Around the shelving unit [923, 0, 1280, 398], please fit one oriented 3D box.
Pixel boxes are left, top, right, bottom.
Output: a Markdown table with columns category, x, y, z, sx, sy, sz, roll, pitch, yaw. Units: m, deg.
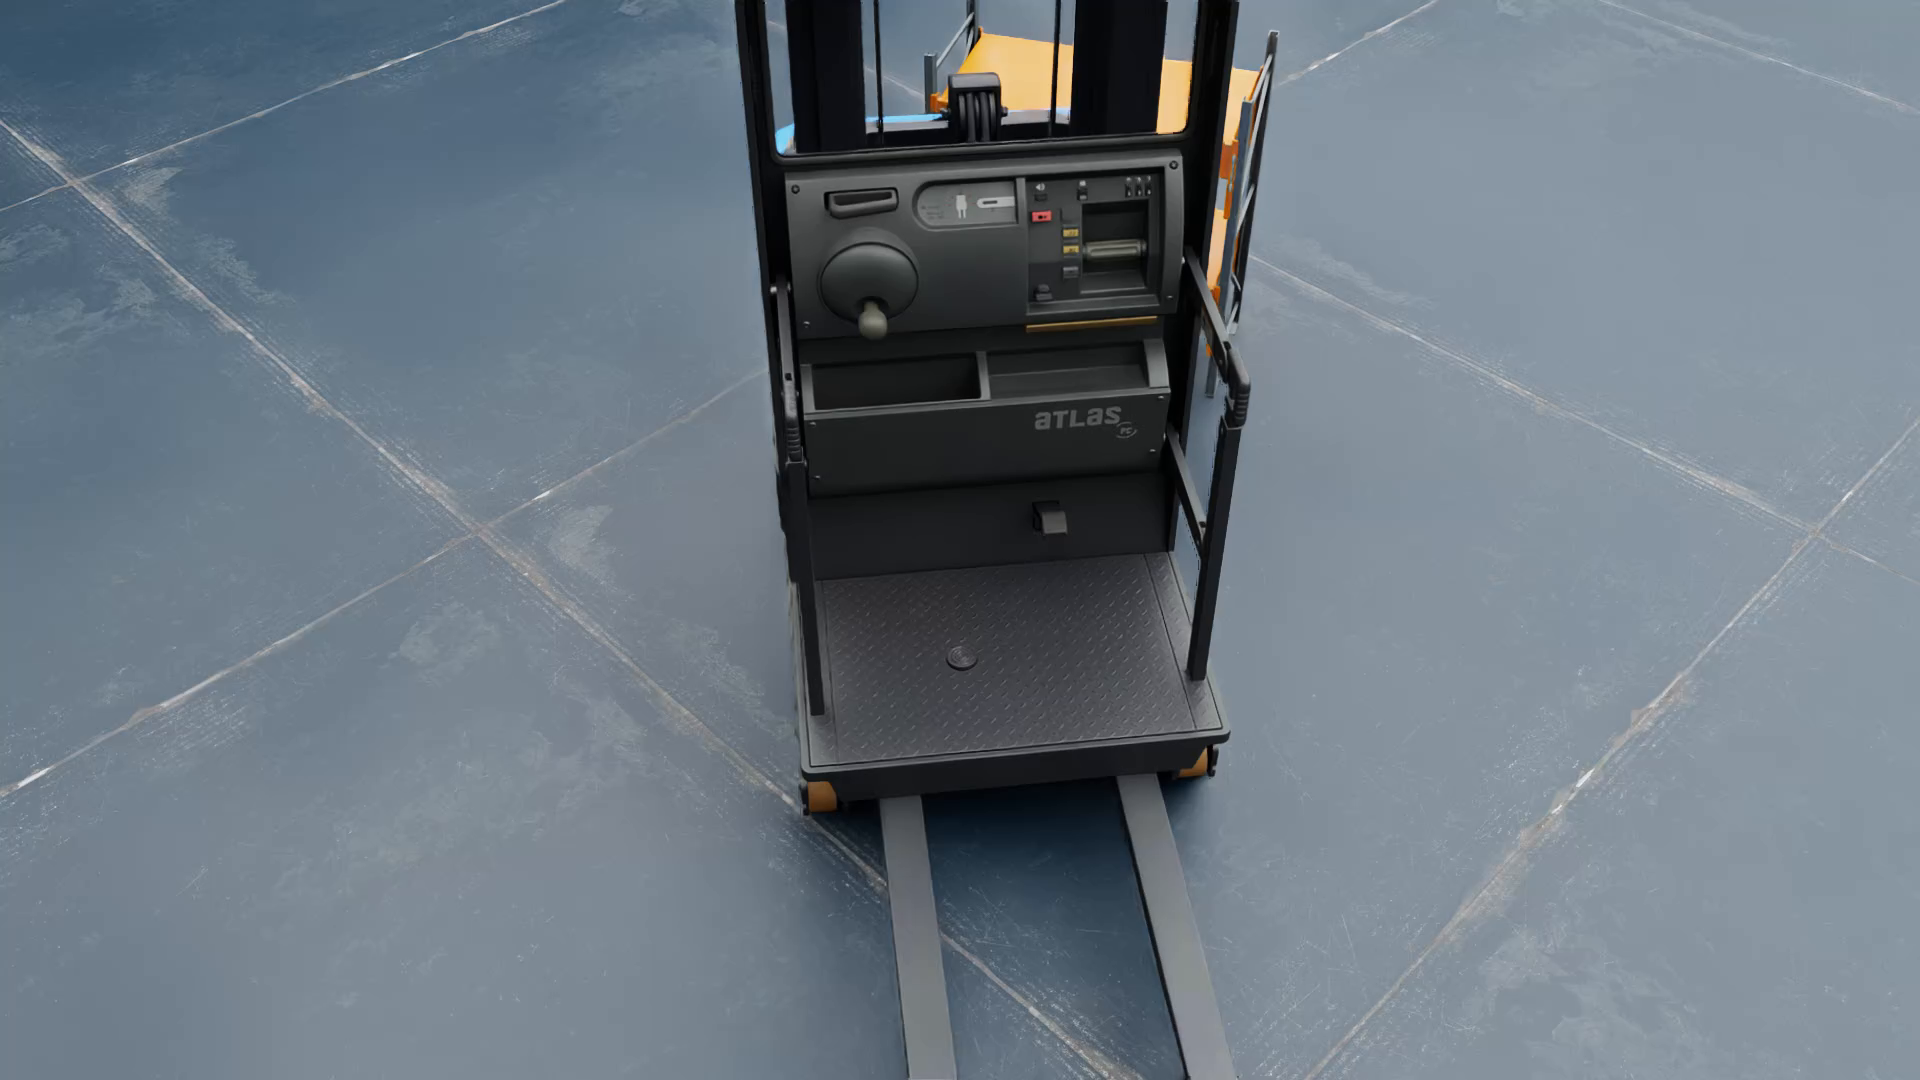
| category | x | y | z | sx | sy | sz | roll | pitch | yaw |
| --- | --- | --- | --- | --- | --- | --- | --- | --- | --- |
| shelving unit | 0.458 | -1.176 | 5.694 | 1.048 | 1.125 | 0.538 | 12 | 44 | 13 |

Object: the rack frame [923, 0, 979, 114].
| category | x | y | z | sx | sy | sz | roll | pitch | yaw |
| --- | --- | --- | --- | --- | --- | --- | --- | --- | --- |
| rack frame | -0.026 | -1.281 | 5.807 | 0.032 | 1.125 | 0.500 | 12 | 44 | 13 |

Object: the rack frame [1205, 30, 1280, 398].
| category | x | y | z | sx | sy | sz | roll | pitch | yaw |
| --- | --- | --- | --- | --- | --- | --- | --- | --- | --- |
| rack frame | 0.943 | -1.072 | 5.581 | 0.032 | 1.125 | 0.500 | 12 | 44 | 13 |

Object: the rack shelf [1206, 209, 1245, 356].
| category | x | y | z | sx | sy | sz | roll | pitch | yaw |
| --- | --- | --- | --- | --- | --- | --- | --- | --- | --- |
| rack shelf | 0.458 | -0.997 | 5.860 | 1.000 | 0.278 | 0.538 | 12 | 44 | 13 |

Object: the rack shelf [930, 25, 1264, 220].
| category | x | y | z | sx | sy | sz | roll | pitch | yaw |
| --- | --- | --- | --- | --- | --- | --- | --- | --- | --- |
| rack shelf | 0.458 | -1.391 | 5.496 | 1.000 | 0.278 | 0.538 | 12 | 44 | 13 |

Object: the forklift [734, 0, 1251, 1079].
| category | x | y | z | sx | sy | sz | roll | pitch | yaw |
| --- | --- | --- | --- | --- | --- | --- | --- | --- | --- |
| forklift | 0.092 | -0.602 | 3.742 | 1.130 | 2.935 | 3.031 | -5 | 43 | -5 |
